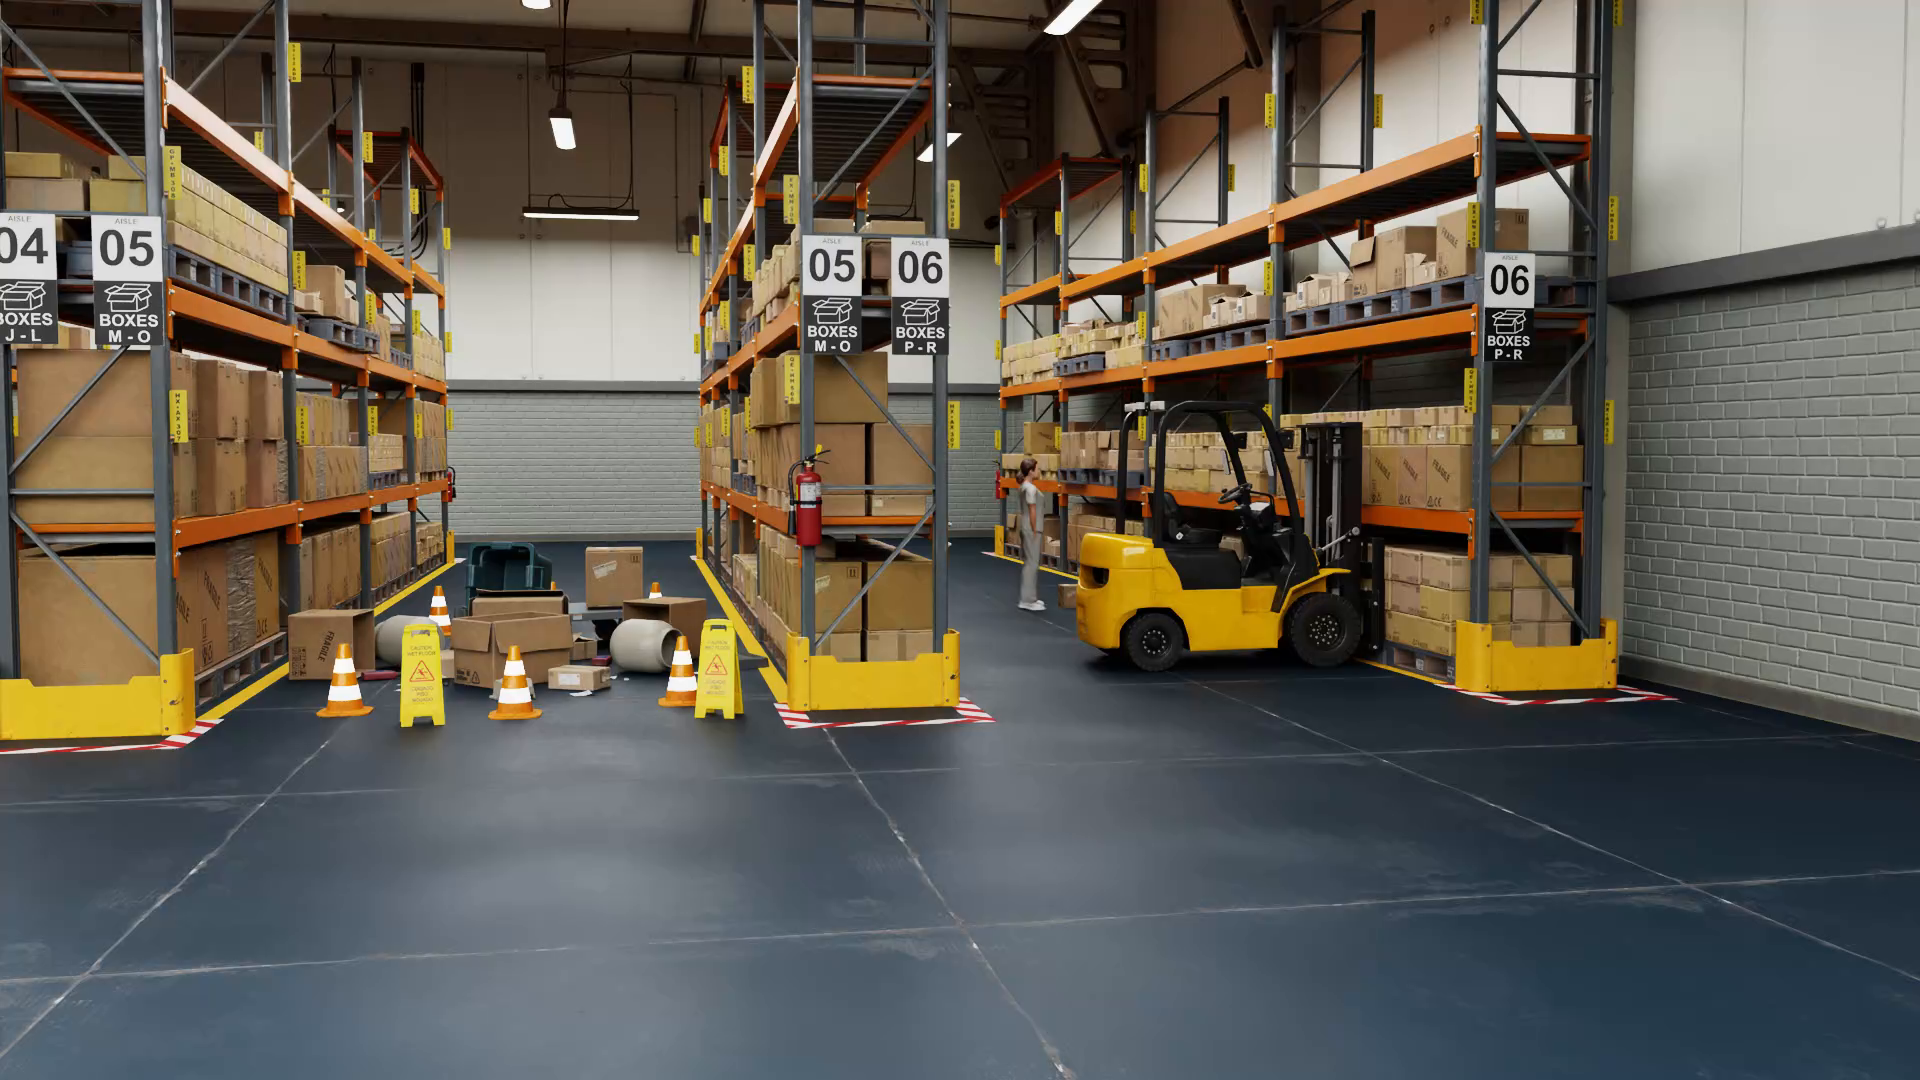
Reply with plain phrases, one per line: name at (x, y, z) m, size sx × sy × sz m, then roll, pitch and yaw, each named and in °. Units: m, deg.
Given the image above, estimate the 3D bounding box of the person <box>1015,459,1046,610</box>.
person at (0.785, -0.062, 18.556) m, size 0.362 × 1.690 × 0.443 m, roll -1°, pitch 3°, yaw -10°
